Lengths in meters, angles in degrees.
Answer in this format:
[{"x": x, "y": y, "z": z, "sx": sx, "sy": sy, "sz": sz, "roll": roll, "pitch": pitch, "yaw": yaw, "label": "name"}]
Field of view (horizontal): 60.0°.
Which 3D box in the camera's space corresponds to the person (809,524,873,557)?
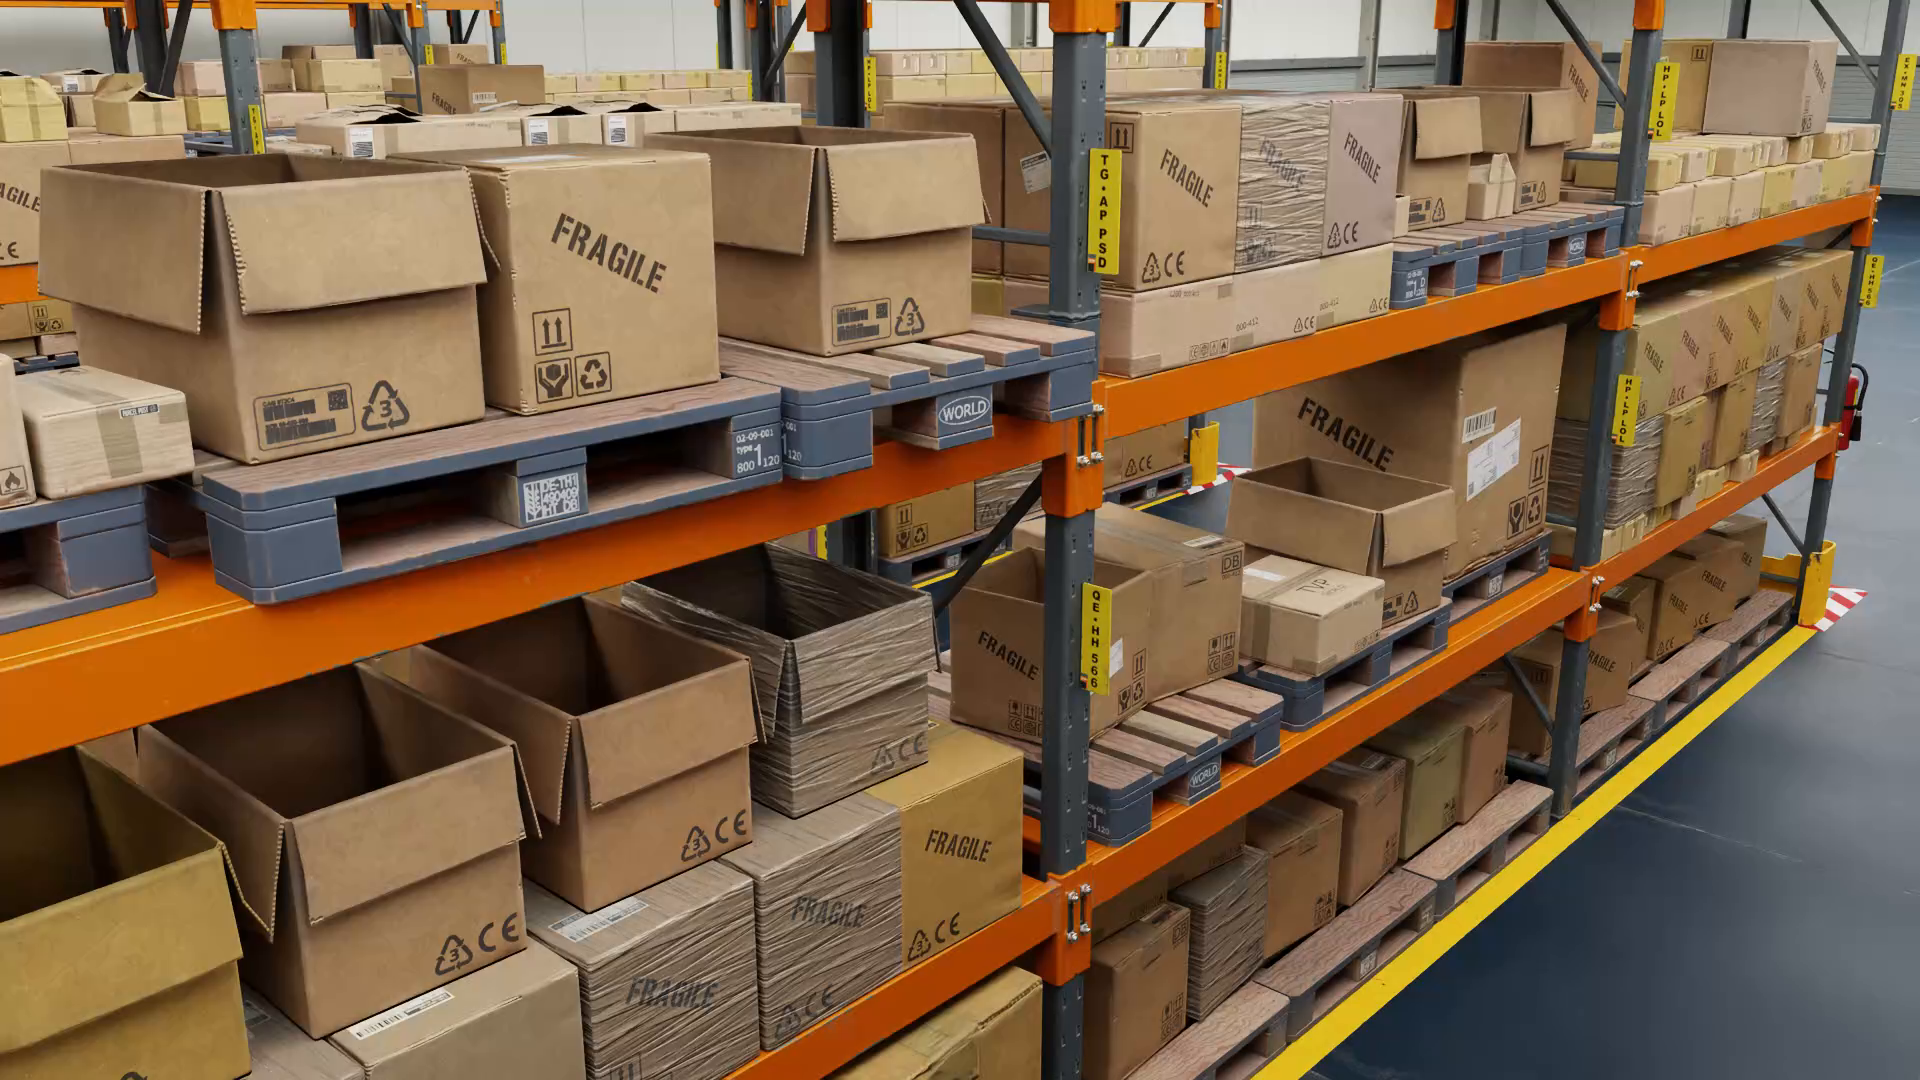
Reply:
[{"x": -0.733, "y": 0.182, "z": 9.437, "sx": 0.458, "sy": 1.565, "sz": 0.701, "roll": 14, "pitch": 22, "yaw": 38, "label": "person"}]
